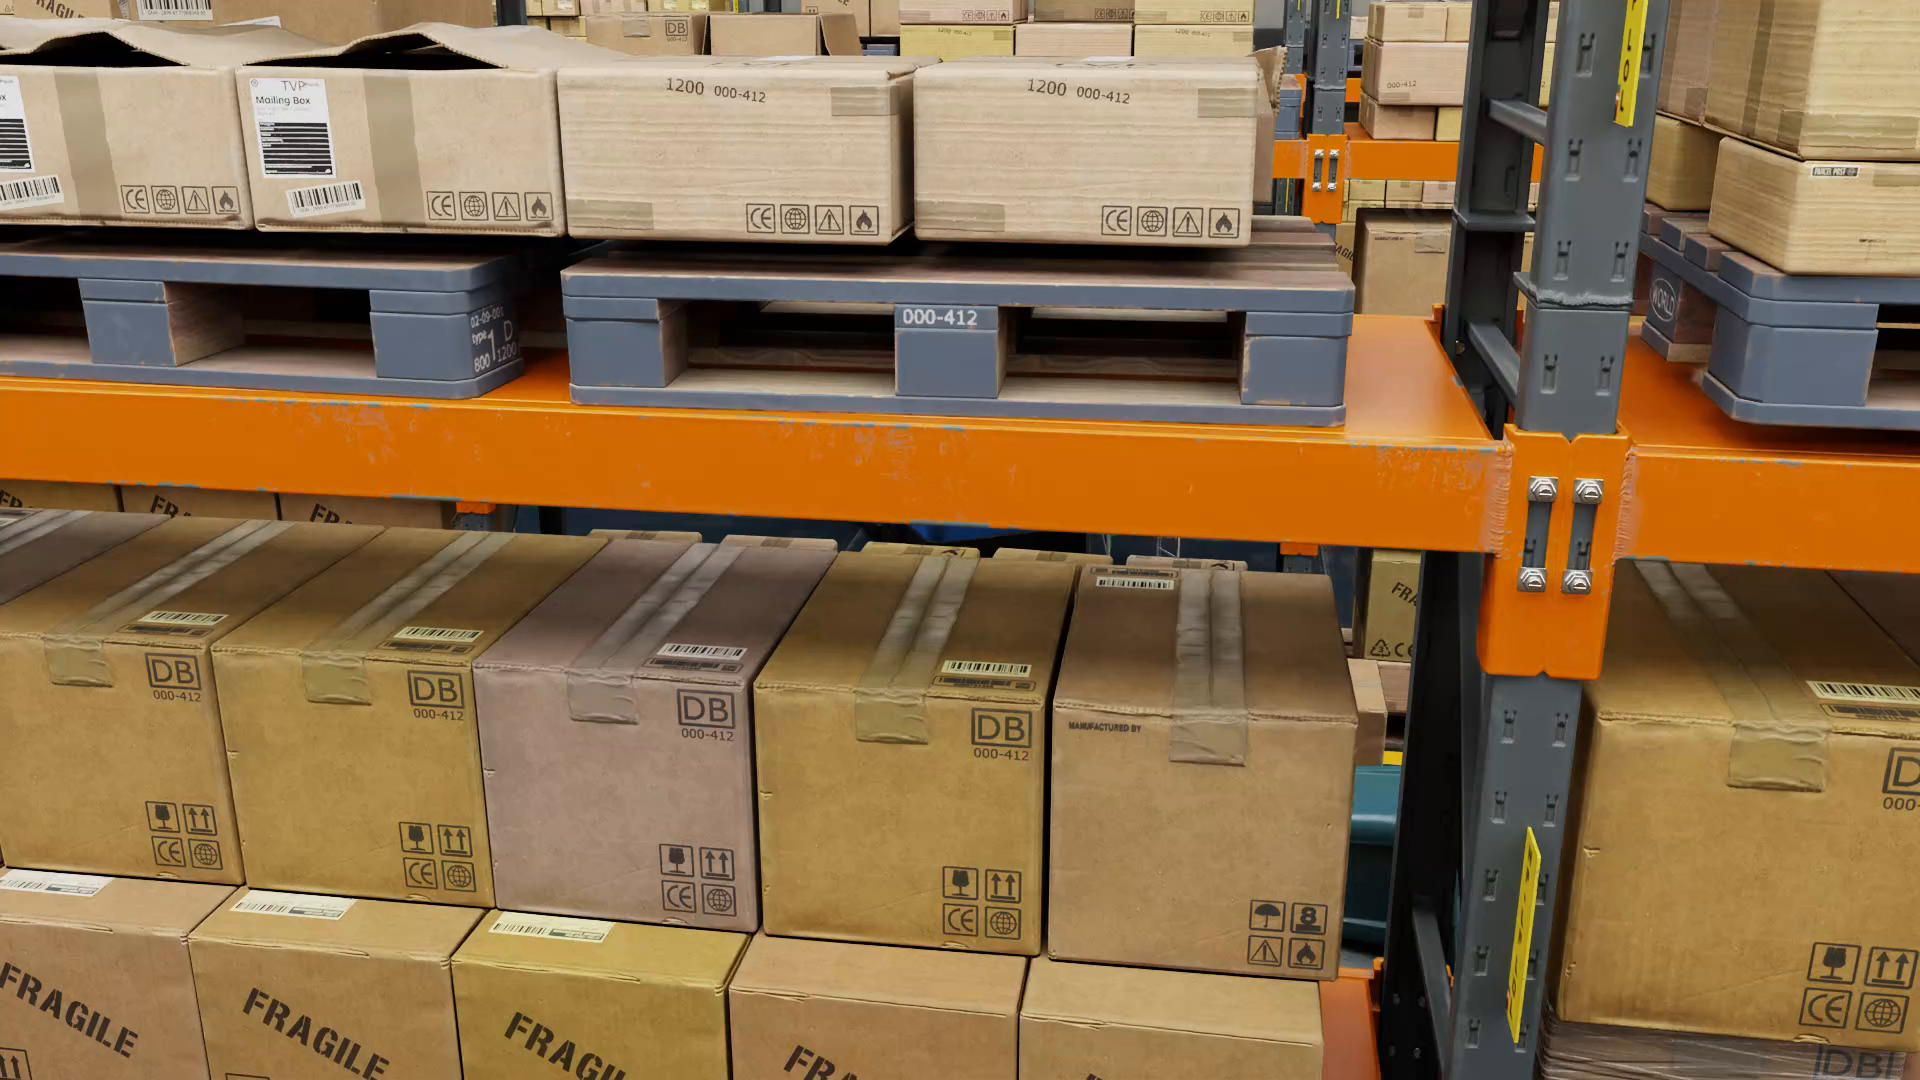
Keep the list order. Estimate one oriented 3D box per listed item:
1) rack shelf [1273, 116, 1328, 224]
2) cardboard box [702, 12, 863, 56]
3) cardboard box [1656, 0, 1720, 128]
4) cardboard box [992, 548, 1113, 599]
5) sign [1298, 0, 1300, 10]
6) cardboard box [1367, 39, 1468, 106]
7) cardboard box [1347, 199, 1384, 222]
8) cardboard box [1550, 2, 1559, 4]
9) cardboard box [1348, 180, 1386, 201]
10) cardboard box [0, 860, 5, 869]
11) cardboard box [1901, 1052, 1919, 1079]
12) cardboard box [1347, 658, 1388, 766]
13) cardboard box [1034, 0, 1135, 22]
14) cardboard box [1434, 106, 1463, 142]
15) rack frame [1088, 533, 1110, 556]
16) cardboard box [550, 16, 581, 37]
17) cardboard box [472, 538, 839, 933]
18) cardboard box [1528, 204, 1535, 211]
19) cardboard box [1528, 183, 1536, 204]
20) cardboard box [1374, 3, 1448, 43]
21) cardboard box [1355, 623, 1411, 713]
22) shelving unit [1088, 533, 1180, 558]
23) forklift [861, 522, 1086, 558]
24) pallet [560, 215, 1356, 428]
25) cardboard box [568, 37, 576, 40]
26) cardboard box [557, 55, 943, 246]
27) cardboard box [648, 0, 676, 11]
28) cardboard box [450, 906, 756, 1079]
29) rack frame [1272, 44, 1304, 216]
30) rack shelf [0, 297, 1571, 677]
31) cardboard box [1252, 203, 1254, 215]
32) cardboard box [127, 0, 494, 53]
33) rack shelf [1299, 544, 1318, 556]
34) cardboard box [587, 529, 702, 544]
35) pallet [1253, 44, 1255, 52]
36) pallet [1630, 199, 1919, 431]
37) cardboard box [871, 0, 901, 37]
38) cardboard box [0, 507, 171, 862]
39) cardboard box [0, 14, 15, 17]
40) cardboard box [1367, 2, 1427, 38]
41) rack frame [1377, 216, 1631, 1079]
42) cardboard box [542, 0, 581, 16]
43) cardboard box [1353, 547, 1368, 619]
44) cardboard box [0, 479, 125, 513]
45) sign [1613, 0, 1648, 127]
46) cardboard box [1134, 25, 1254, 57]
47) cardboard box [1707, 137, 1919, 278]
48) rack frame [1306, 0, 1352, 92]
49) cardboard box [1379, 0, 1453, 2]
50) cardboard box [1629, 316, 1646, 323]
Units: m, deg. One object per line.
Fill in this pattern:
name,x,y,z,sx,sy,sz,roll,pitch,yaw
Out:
rack shelf,-0.347,-1.789,7.829,4.000,0.370,1.077,3,19,9
cardboard box,-0.812,-2.212,7.797,0.637,0.503,0.797,3,19,9
cardboard box,1.469,-0.846,2.825,0.500,0.250,0.500,3,19,8
cardboard box,0.399,0.379,8.422,0.625,0.372,0.950,4,19,12
sign,2.334,-3.809,11.421,0.005,0.325,0.100,3,19,9
cardboard box,2.018,-1.992,7.068,0.500,0.250,0.500,3,19,7
cardboard box,2.940,-2.406,12.088,0.250,0.149,0.380,3,19,10
cardboard box,2.763,-2.339,7.478,0.250,0.149,0.380,3,19,10
cardboard box,2.954,-2.570,12.108,0.250,0.149,0.380,3,19,9
cardboard box,-2.105,0.832,3.432,0.500,0.500,0.500,3,19,8
cardboard box,1.855,0.913,3.110,0.550,0.550,0.875,3,19,9
cardboard box,1.375,0.778,6.495,0.500,0.500,0.500,3,19,9
cardboard box,0.620,-2.572,7.821,0.500,0.250,0.500,3,19,7
cardboard box,2.145,-1.786,7.083,0.250,0.149,0.380,3,19,9
rack frame,0.843,-0.344,9.939,0.015,1.200,0.240,-8,20,-23
cardboard box,-2.926,-3.914,12.654,0.250,0.149,0.380,3,19,9
cardboard box,-0.556,0.353,3.287,0.500,0.500,0.700,3,19,9
cardboard box,3.943,-2.345,11.906,0.250,0.149,0.380,2,19,7
cardboard box,3.963,-2.509,11.927,0.250,0.149,0.380,3,19,8
cardboard box,1.887,-2.170,6.974,0.250,0.149,0.380,3,19,8
cardboard box,2.167,0.612,7.918,0.500,0.250,0.500,2,19,6
shelving unit,1.065,-0.376,10.035,0.503,1.200,0.258,-8,20,-23
forklift,-0.222,-1.577,10.898,1.130,2.935,3.031,-7,20,-19
pallet,0.029,-0.414,2.886,1.217,0.209,0.805,2,19,6
cardboard box,-3.074,-3.715,12.688,0.500,0.250,0.500,3,19,9
cardboard box,-0.312,-0.642,2.685,0.500,0.250,0.500,3,19,8
cardboard box,-2.168,-4.016,12.491,0.250,0.149,0.380,2,19,7
cardboard box,-0.614,0.908,3.204,0.500,0.500,0.500,3,19,9
rack frame,2.411,-2.162,12.538,0.127,3.000,1.000,3,19,9
rack shelf,-1.033,-0.233,3.179,4.000,0.370,1.077,3,19,9
cardboard box,2.038,-2.465,12.263,0.250,0.149,0.380,4,19,11
cardboard box,-1.247,-0.969,3.268,0.500,0.500,0.500,3,19,9
rack shelf,3.602,-0.165,7.703,4.000,0.370,1.077,3,19,9
cardboard box,-1.766,0.270,8.748,0.625,0.372,0.950,2,19,5
pallet,1.538,-3.534,12.213,1.217,0.209,0.805,2,19,6
pallet,1.748,-0.387,2.645,1.213,0.211,1.003,3,19,9
cardboard box,-0.348,-3.973,12.246,0.500,0.500,0.700,3,19,8
cardboard box,-2.066,0.277,3.516,0.500,0.500,0.700,3,19,8
cardboard box,-7.520,-4.083,13.319,0.500,0.250,0.500,3,19,8
cardboard box,1.975,-2.341,7.484,0.250,0.149,0.380,3,19,10
rack frame,0.942,0.949,3.240,0.127,3.000,1.000,3,19,9
cardboard box,-2.957,-4.023,12.511,0.250,0.149,0.380,3,19,7
cardboard box,2.254,0.088,8.303,0.500,0.500,0.500,3,19,8
cardboard box,-4.754,-0.152,9.217,0.875,0.875,0.875,3,19,10
sign,0.865,-0.698,2.123,0.005,0.325,0.100,3,19,9
cardboard box,1.028,-2.142,7.323,0.500,0.250,0.500,3,19,8
cardboard box,1.247,-0.476,2.348,0.250,0.149,0.380,3,19,8
rack frame,1.627,-3.452,6.938,0.127,3.000,1.000,3,19,9
cardboard box,3.194,-3.671,11.641,0.500,0.311,0.500,3,19,10
cardboard box,3.020,-1.113,7.201,0.500,0.500,0.700,3,19,7
